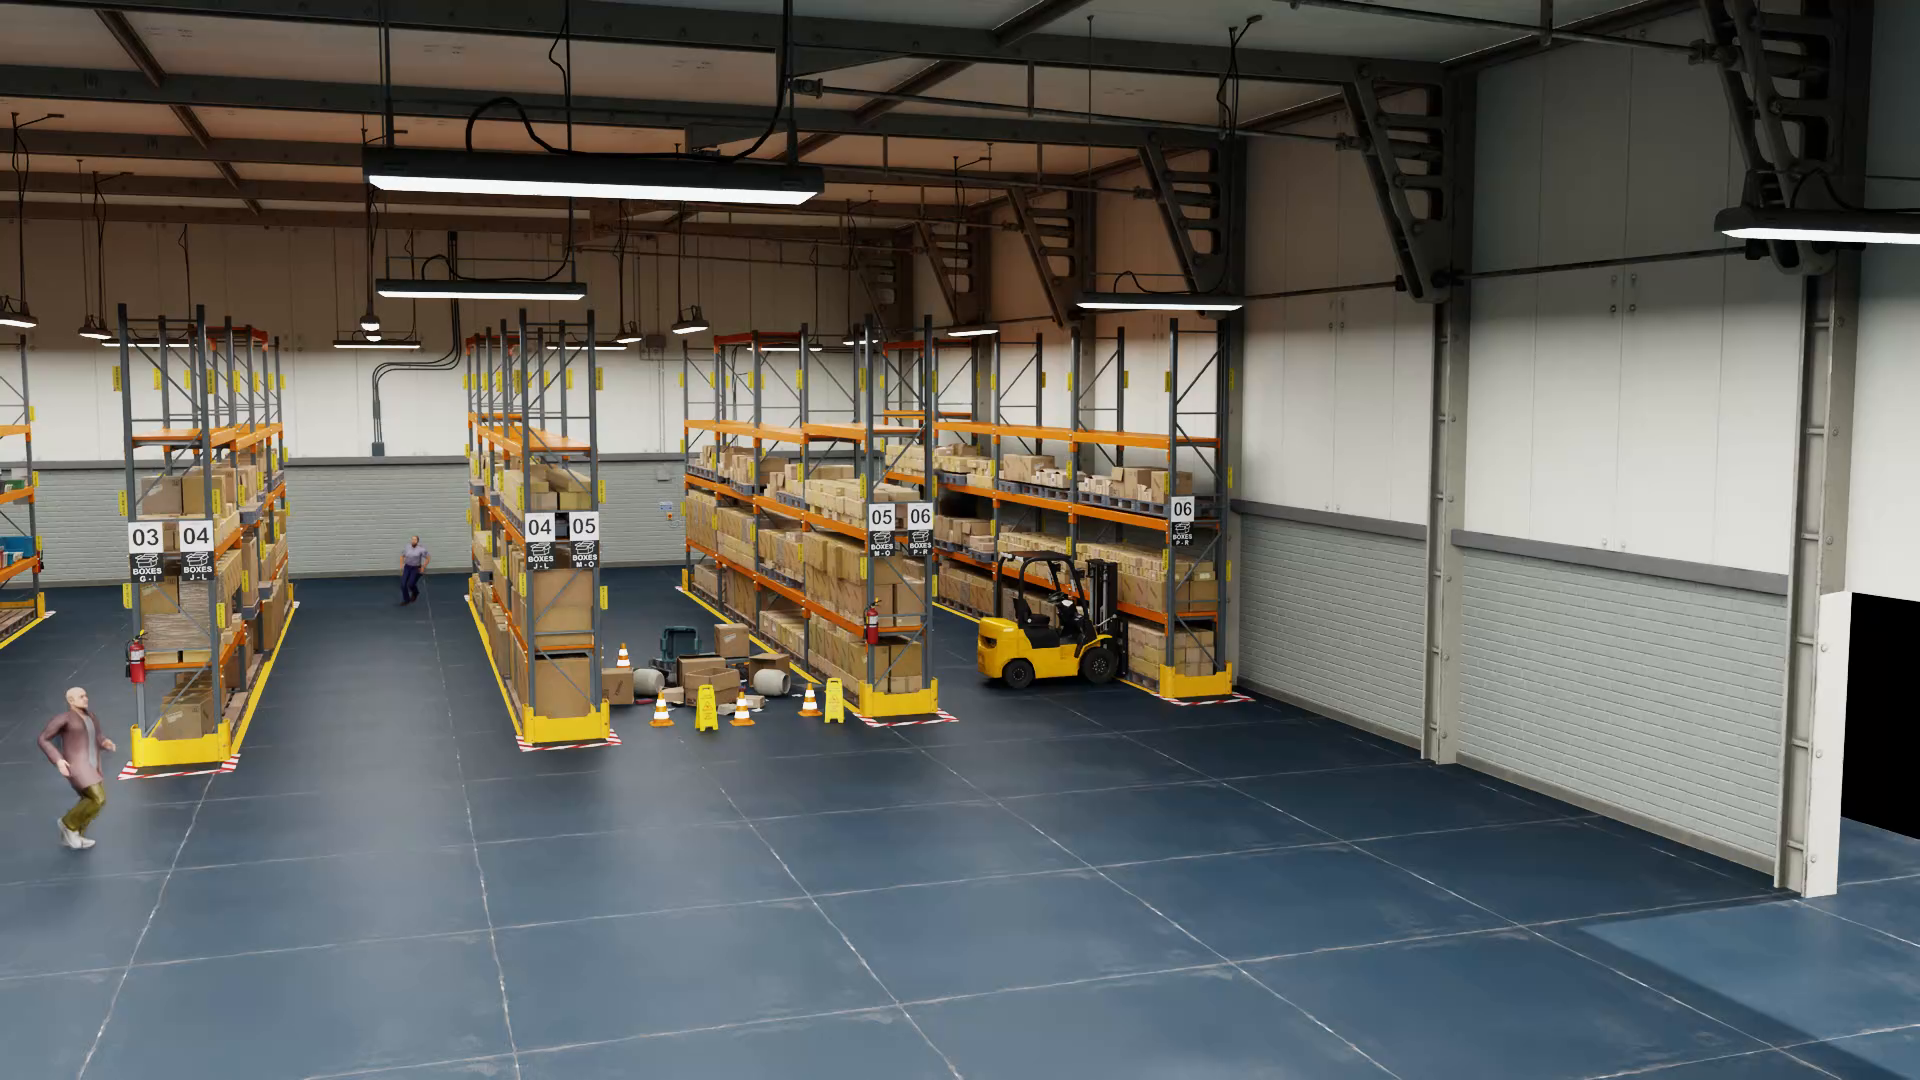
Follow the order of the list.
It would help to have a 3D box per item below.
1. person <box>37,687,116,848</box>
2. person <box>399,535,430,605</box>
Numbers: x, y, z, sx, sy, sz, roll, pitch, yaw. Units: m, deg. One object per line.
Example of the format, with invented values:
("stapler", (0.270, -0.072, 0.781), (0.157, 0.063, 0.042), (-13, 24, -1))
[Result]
("person", (-9.357, 2.441, 17.787), (0.672, 1.740, 0.690), (1, 5, 7))
("person", (-12.264, 0.685, 37.280), (0.660, 1.581, 0.508), (1, 5, 7))
